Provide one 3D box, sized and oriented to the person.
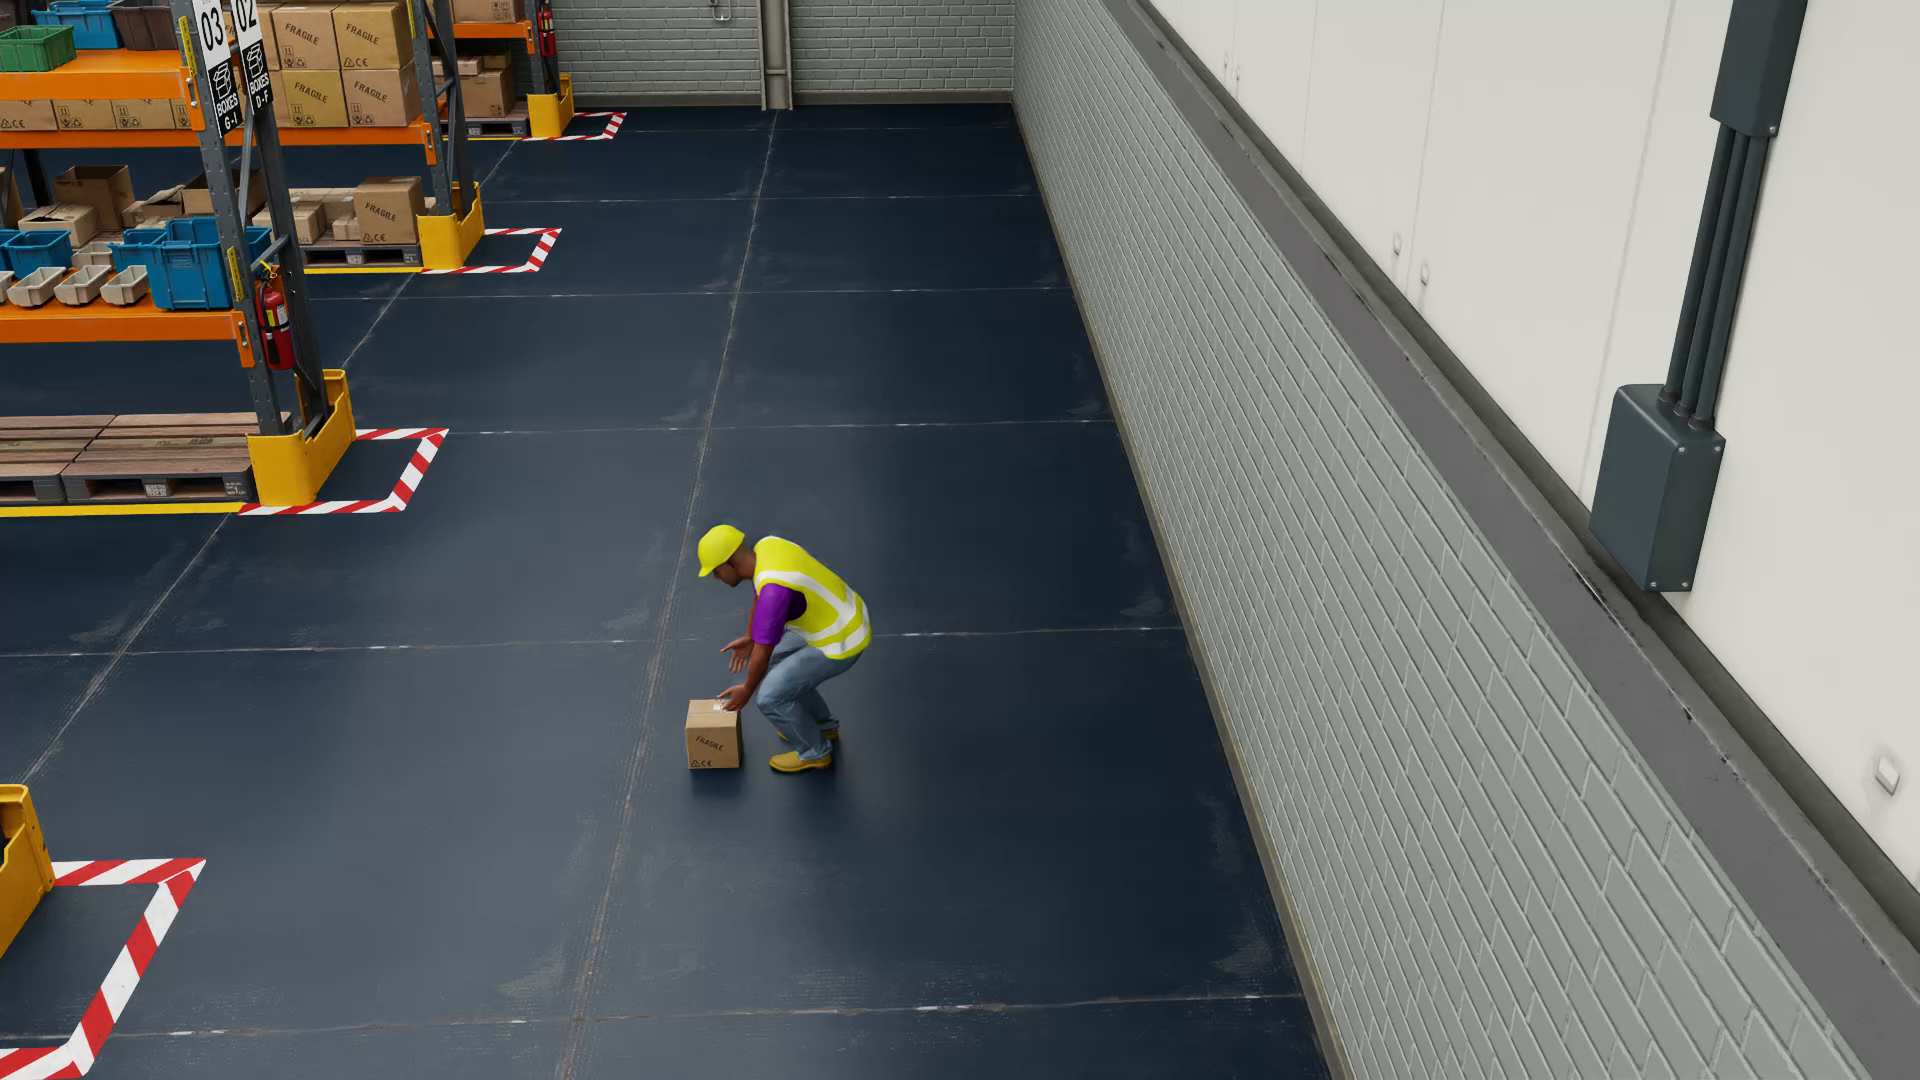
[{"bbox_3d":[-0.833,0.511,8.101,0.805,1.313,0.629,-1,27,-3],"label":"person"}]
